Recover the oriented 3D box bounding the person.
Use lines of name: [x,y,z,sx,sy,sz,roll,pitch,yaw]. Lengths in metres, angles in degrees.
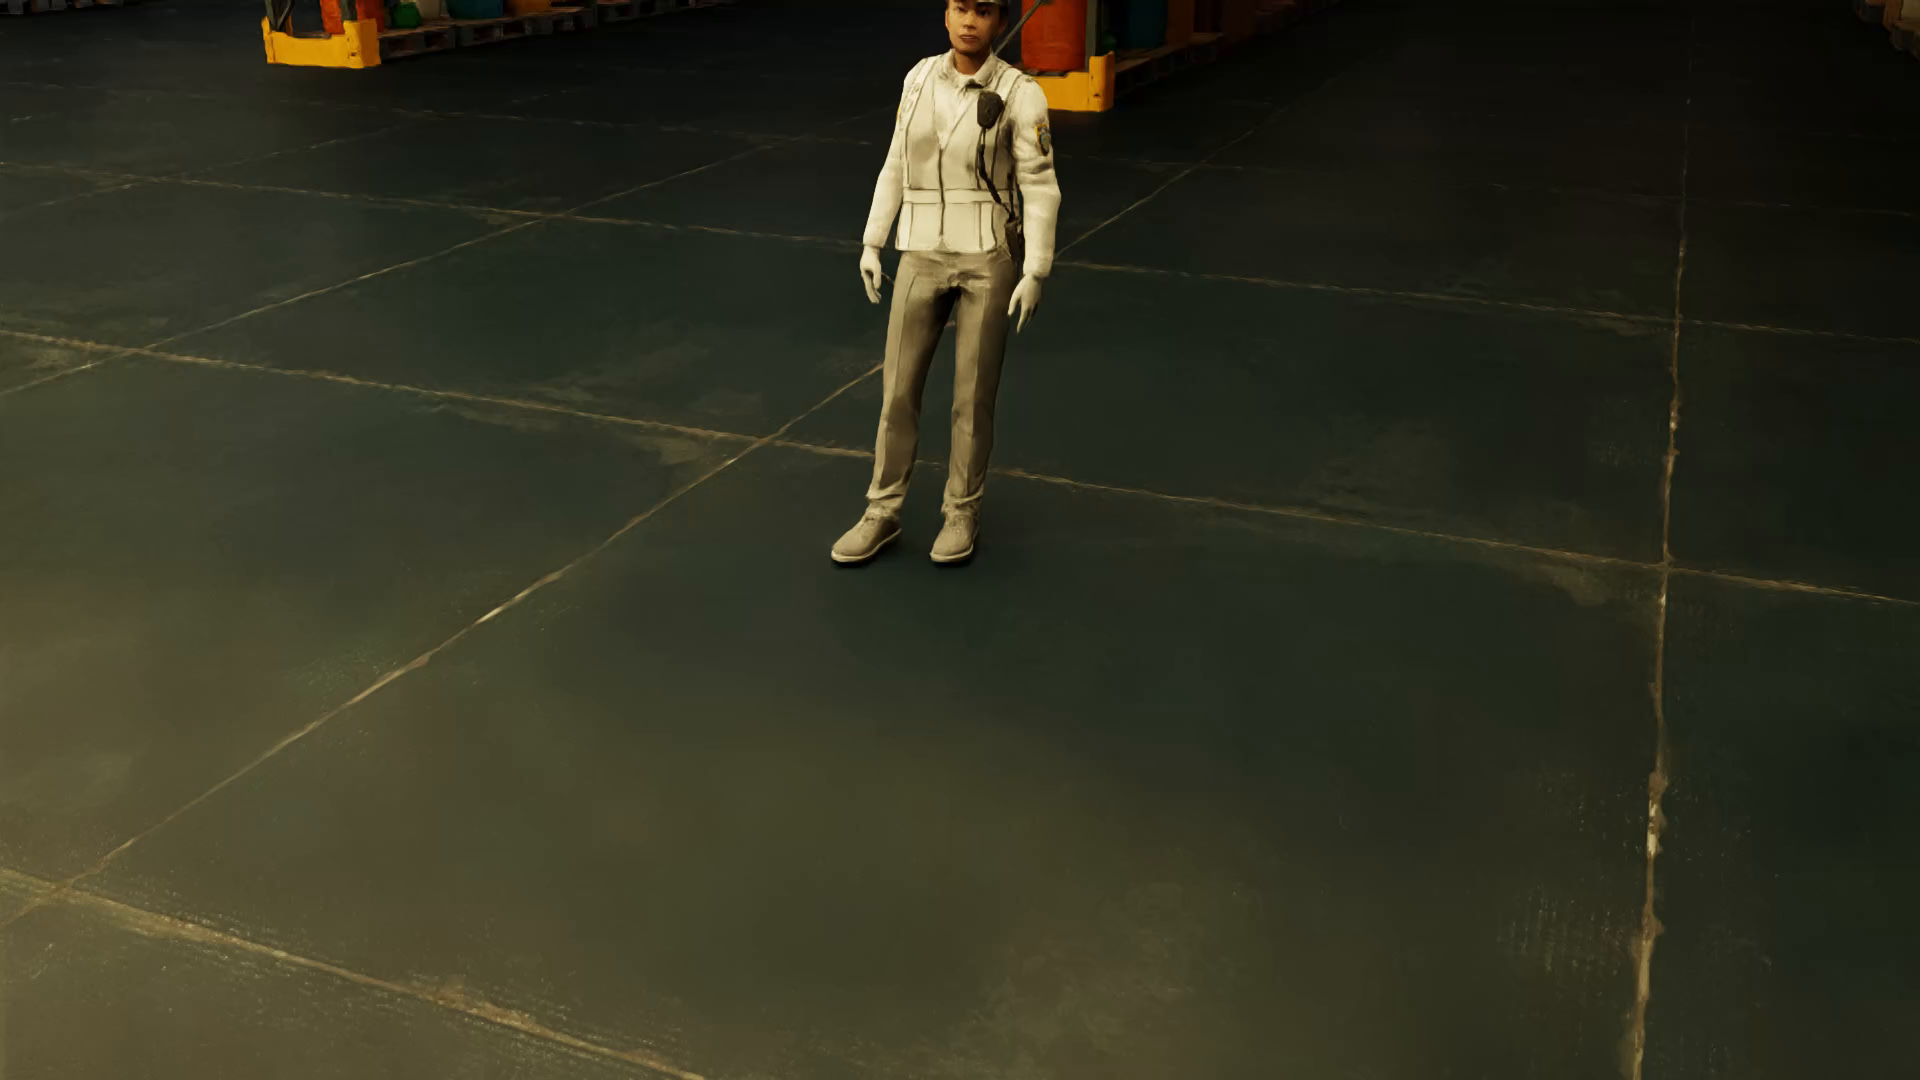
person: [-0.032,-0.766,4.708,0.586,1.695,0.532,9,24,21]
